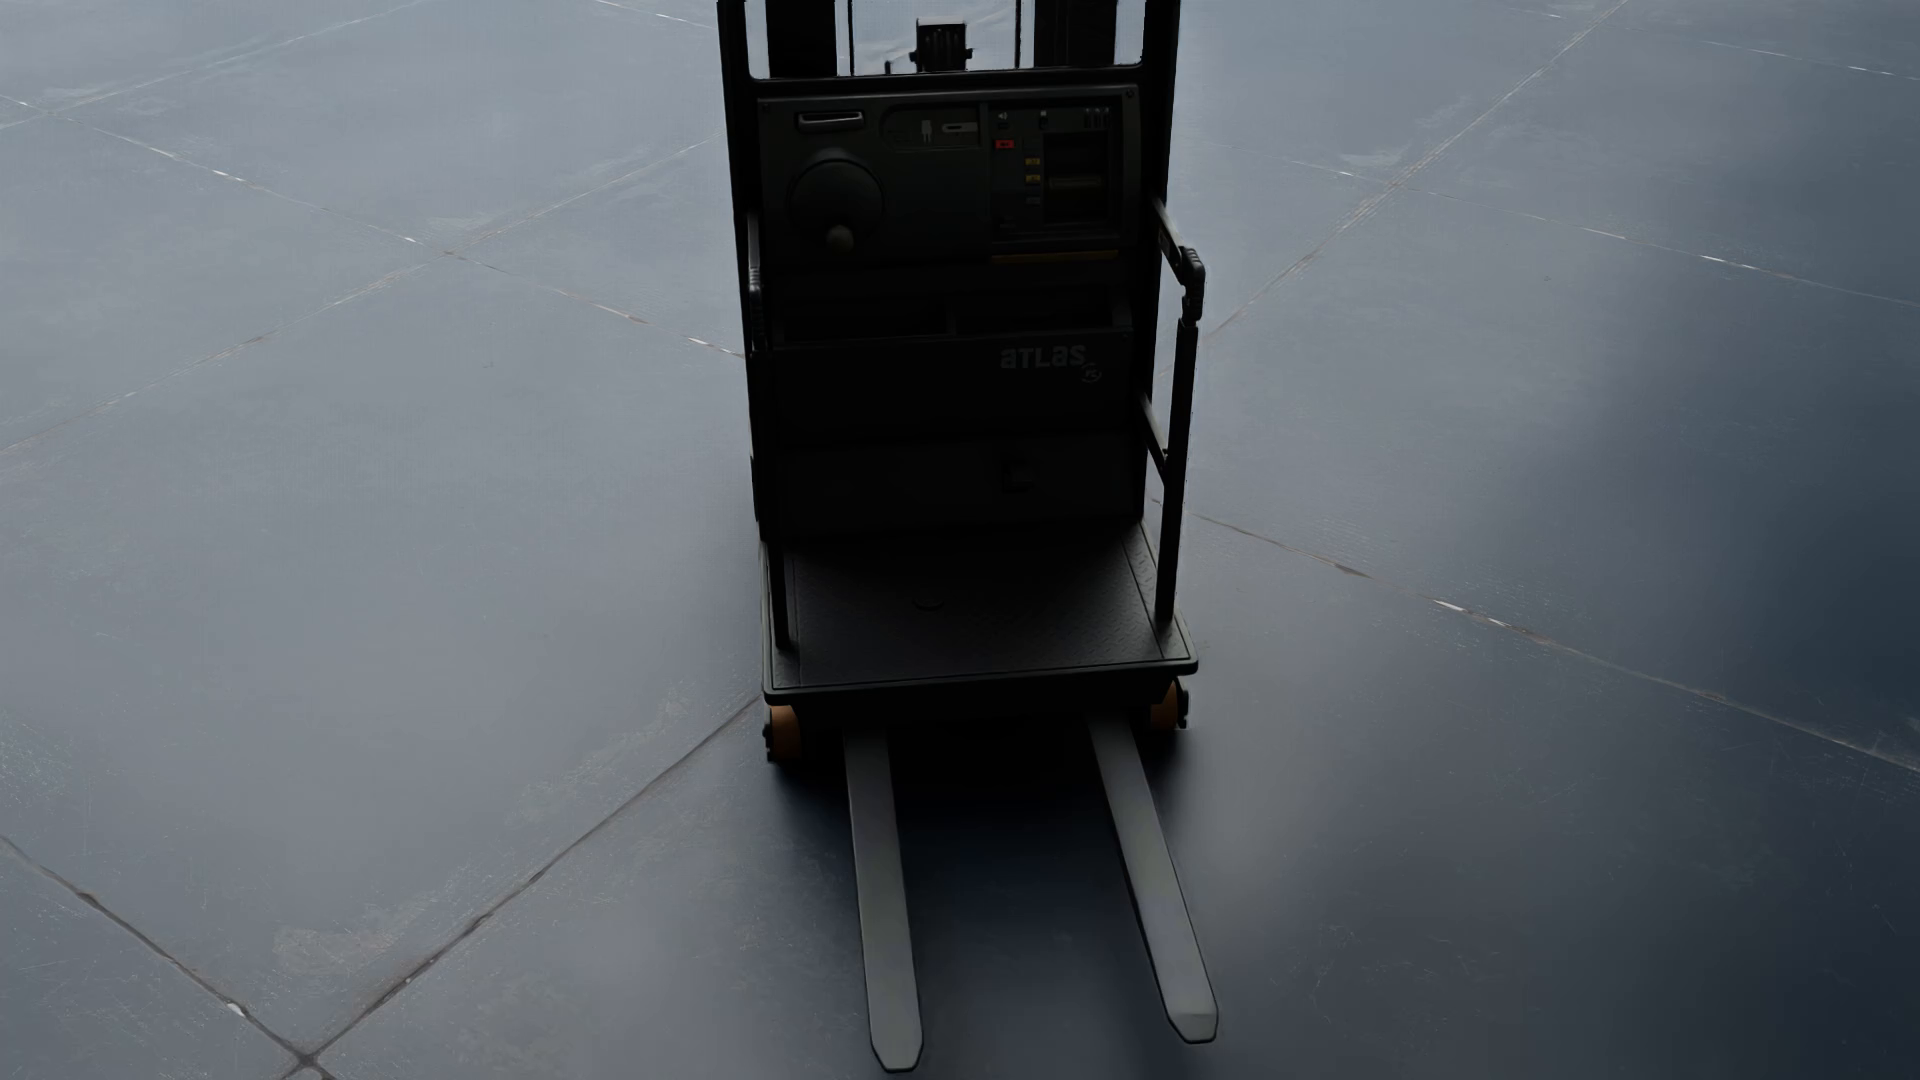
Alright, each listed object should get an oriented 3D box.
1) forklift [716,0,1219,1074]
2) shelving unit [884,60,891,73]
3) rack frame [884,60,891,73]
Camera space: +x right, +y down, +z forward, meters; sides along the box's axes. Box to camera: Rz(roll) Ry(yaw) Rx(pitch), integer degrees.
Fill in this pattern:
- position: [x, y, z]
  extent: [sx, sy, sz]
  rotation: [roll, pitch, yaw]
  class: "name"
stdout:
- position: [0.007, -0.840, 3.875]
  extent: [1.130, 2.935, 3.031]
  rotation: [-4, 34, -6]
  class: "forklift"
- position: [-0.382, -1.041, 5.714]
  extent: [0.258, 1.200, 0.189]
  rotation: [14, 36, 19]
  class: "shelving unit"
- position: [-0.345, -1.087, 5.784]
  extent: [0.240, 1.200, 0.006]
  rotation: [14, 36, 19]
  class: "rack frame"
